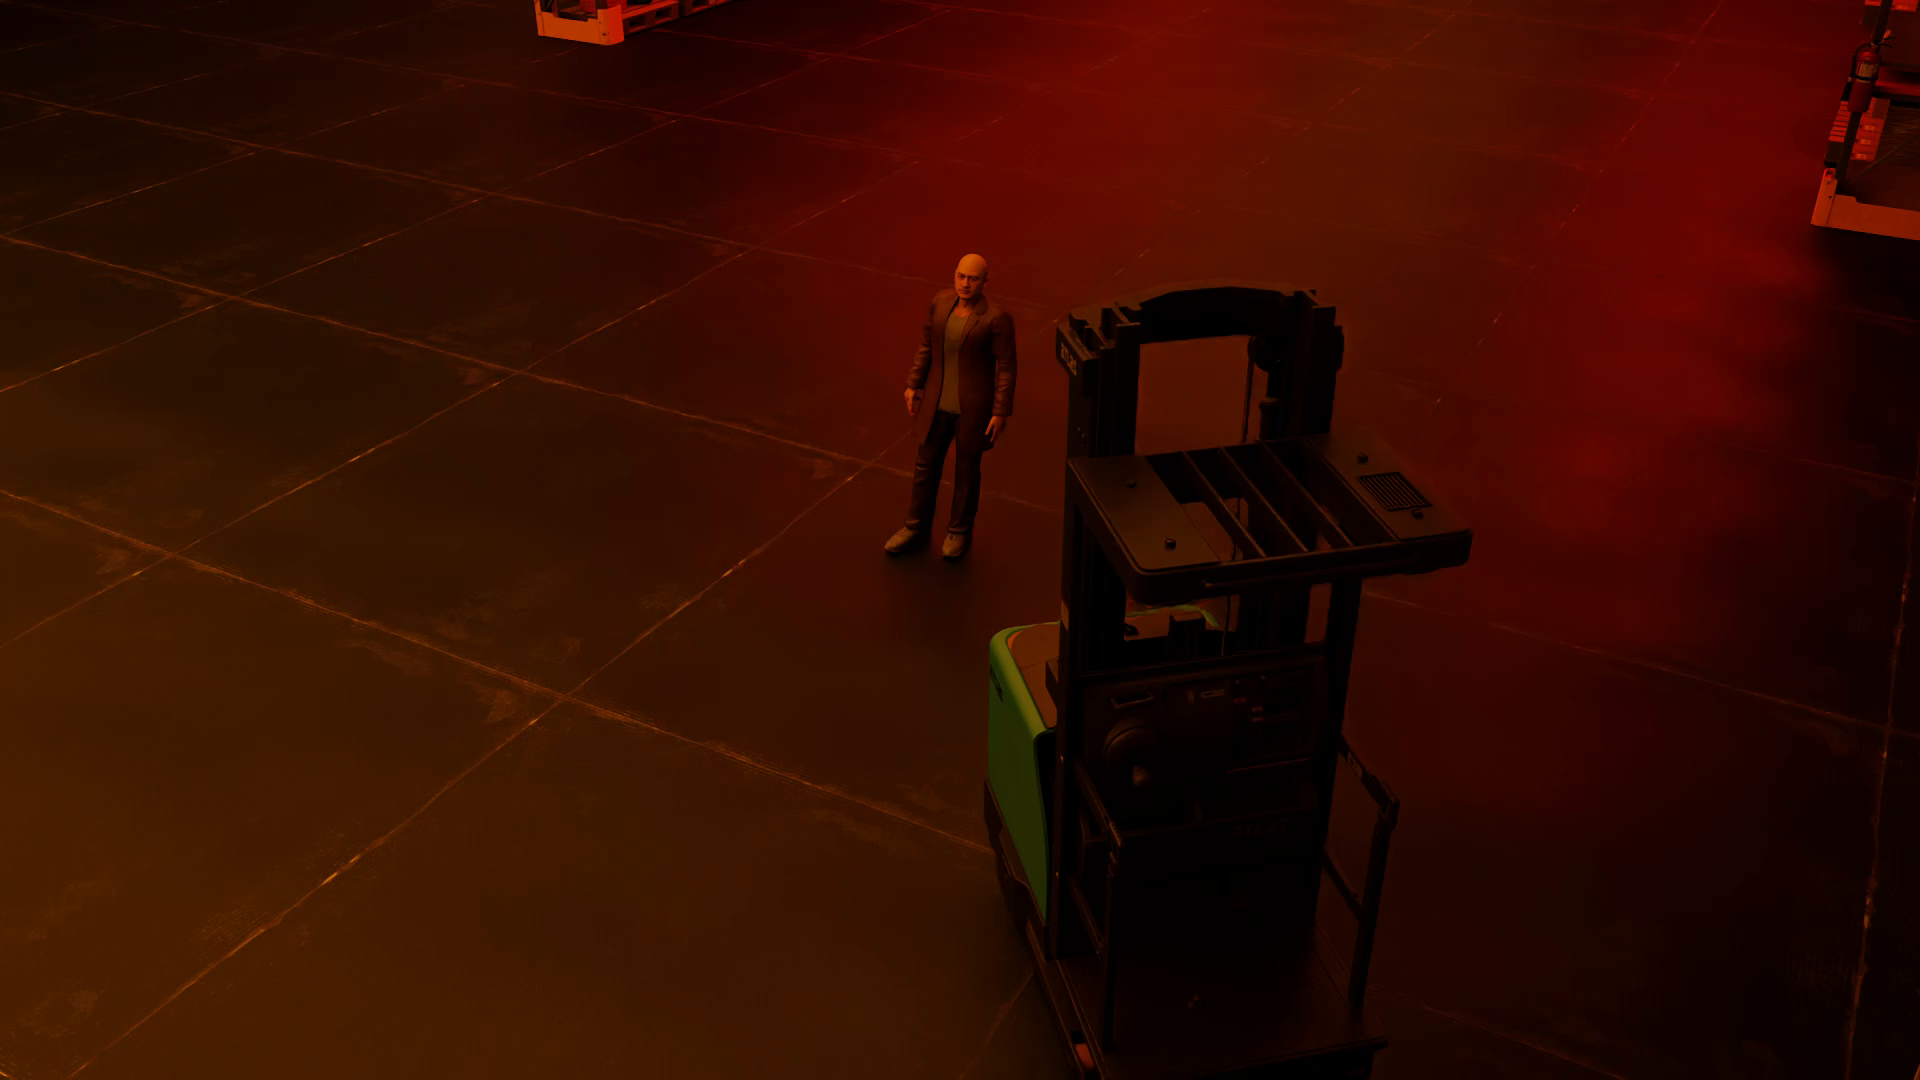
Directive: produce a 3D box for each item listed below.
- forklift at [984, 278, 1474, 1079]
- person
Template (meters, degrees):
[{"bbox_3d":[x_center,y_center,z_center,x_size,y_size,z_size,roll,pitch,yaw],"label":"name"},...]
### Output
[{"bbox_3d":[0.947,0.707,5.846,1.130,2.935,3.031,-7,31,-11],"label":"forklift"},{"bbox_3d":[-0.048,-0.736,9.487,0.696,1.777,0.579,15,33,25],"label":"person"}]
